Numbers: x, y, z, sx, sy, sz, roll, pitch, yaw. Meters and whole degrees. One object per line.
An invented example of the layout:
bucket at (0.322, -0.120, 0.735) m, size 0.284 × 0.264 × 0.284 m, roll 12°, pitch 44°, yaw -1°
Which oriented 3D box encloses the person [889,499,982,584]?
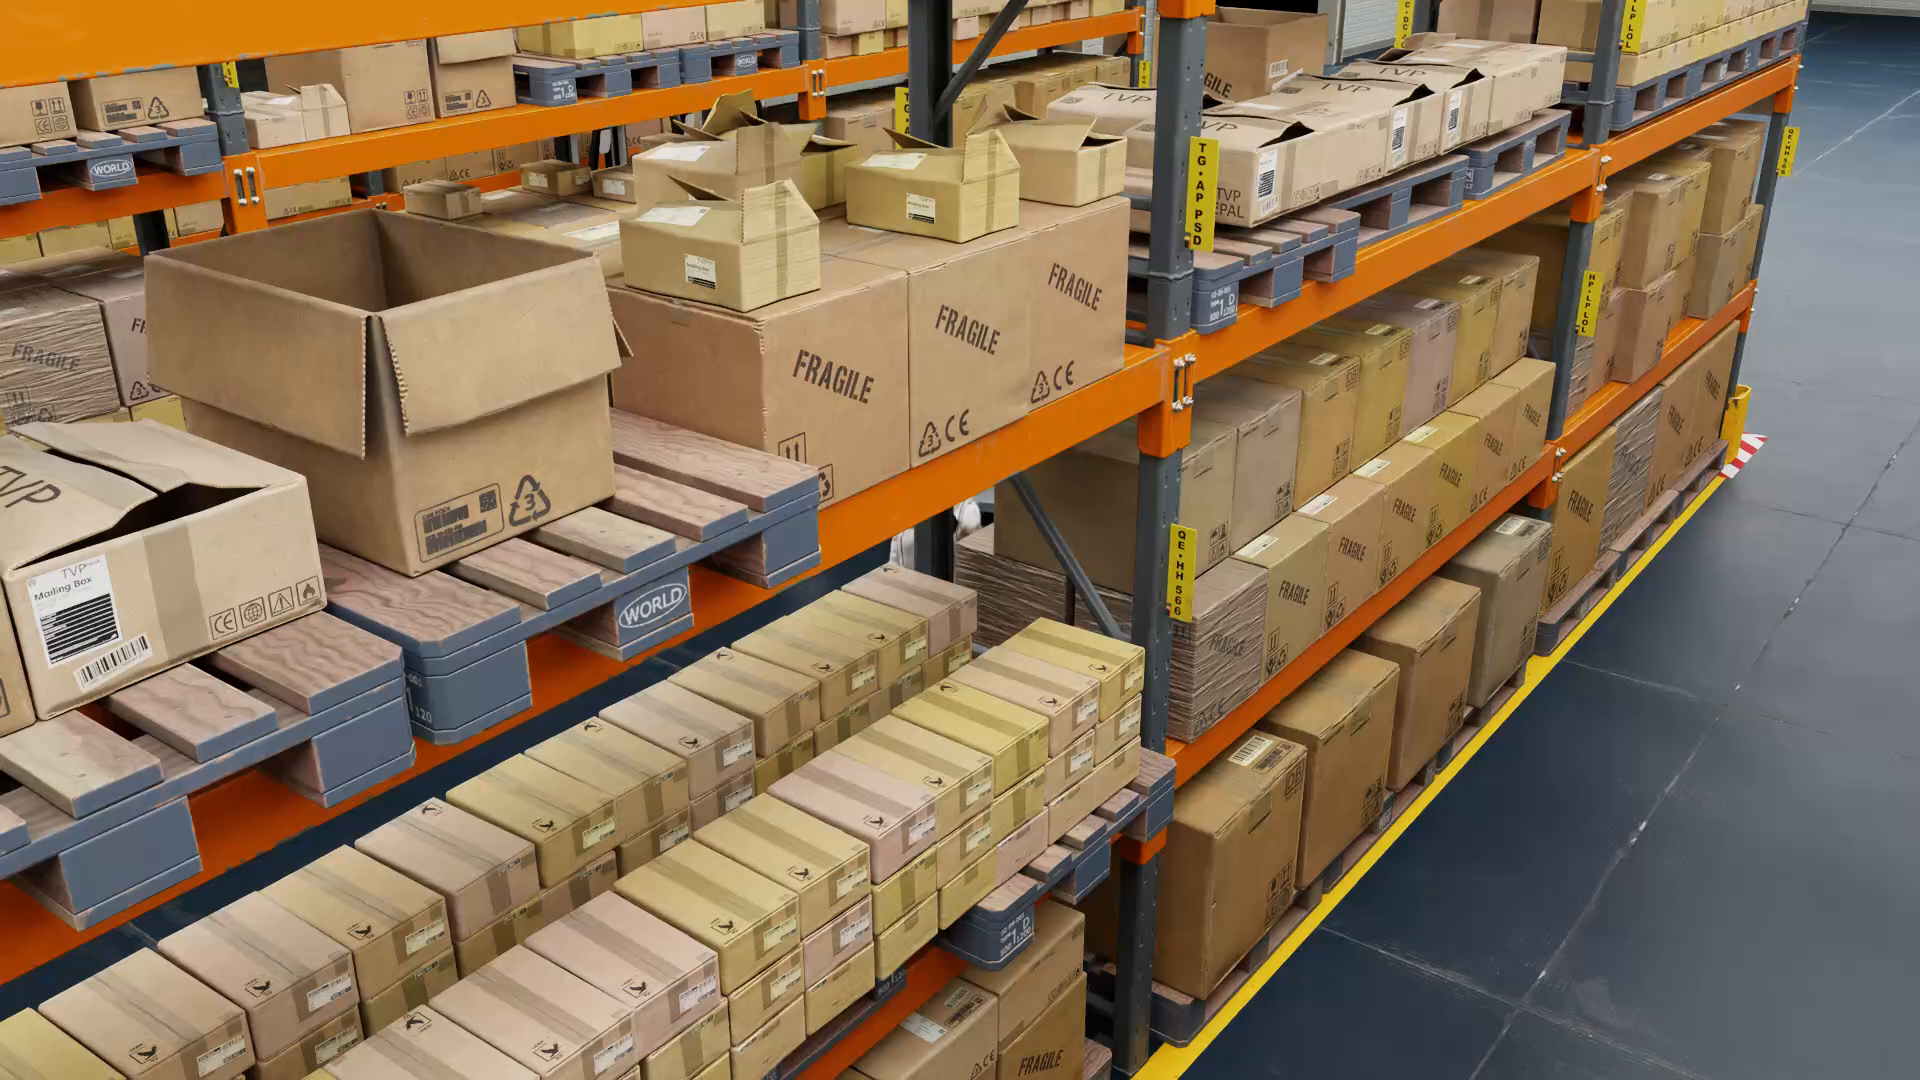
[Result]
person at (-0.129, 0.344, 7.795) m, size 0.478 × 1.674 × 0.636 m, roll 8°, pitch 25°, yaw 18°
